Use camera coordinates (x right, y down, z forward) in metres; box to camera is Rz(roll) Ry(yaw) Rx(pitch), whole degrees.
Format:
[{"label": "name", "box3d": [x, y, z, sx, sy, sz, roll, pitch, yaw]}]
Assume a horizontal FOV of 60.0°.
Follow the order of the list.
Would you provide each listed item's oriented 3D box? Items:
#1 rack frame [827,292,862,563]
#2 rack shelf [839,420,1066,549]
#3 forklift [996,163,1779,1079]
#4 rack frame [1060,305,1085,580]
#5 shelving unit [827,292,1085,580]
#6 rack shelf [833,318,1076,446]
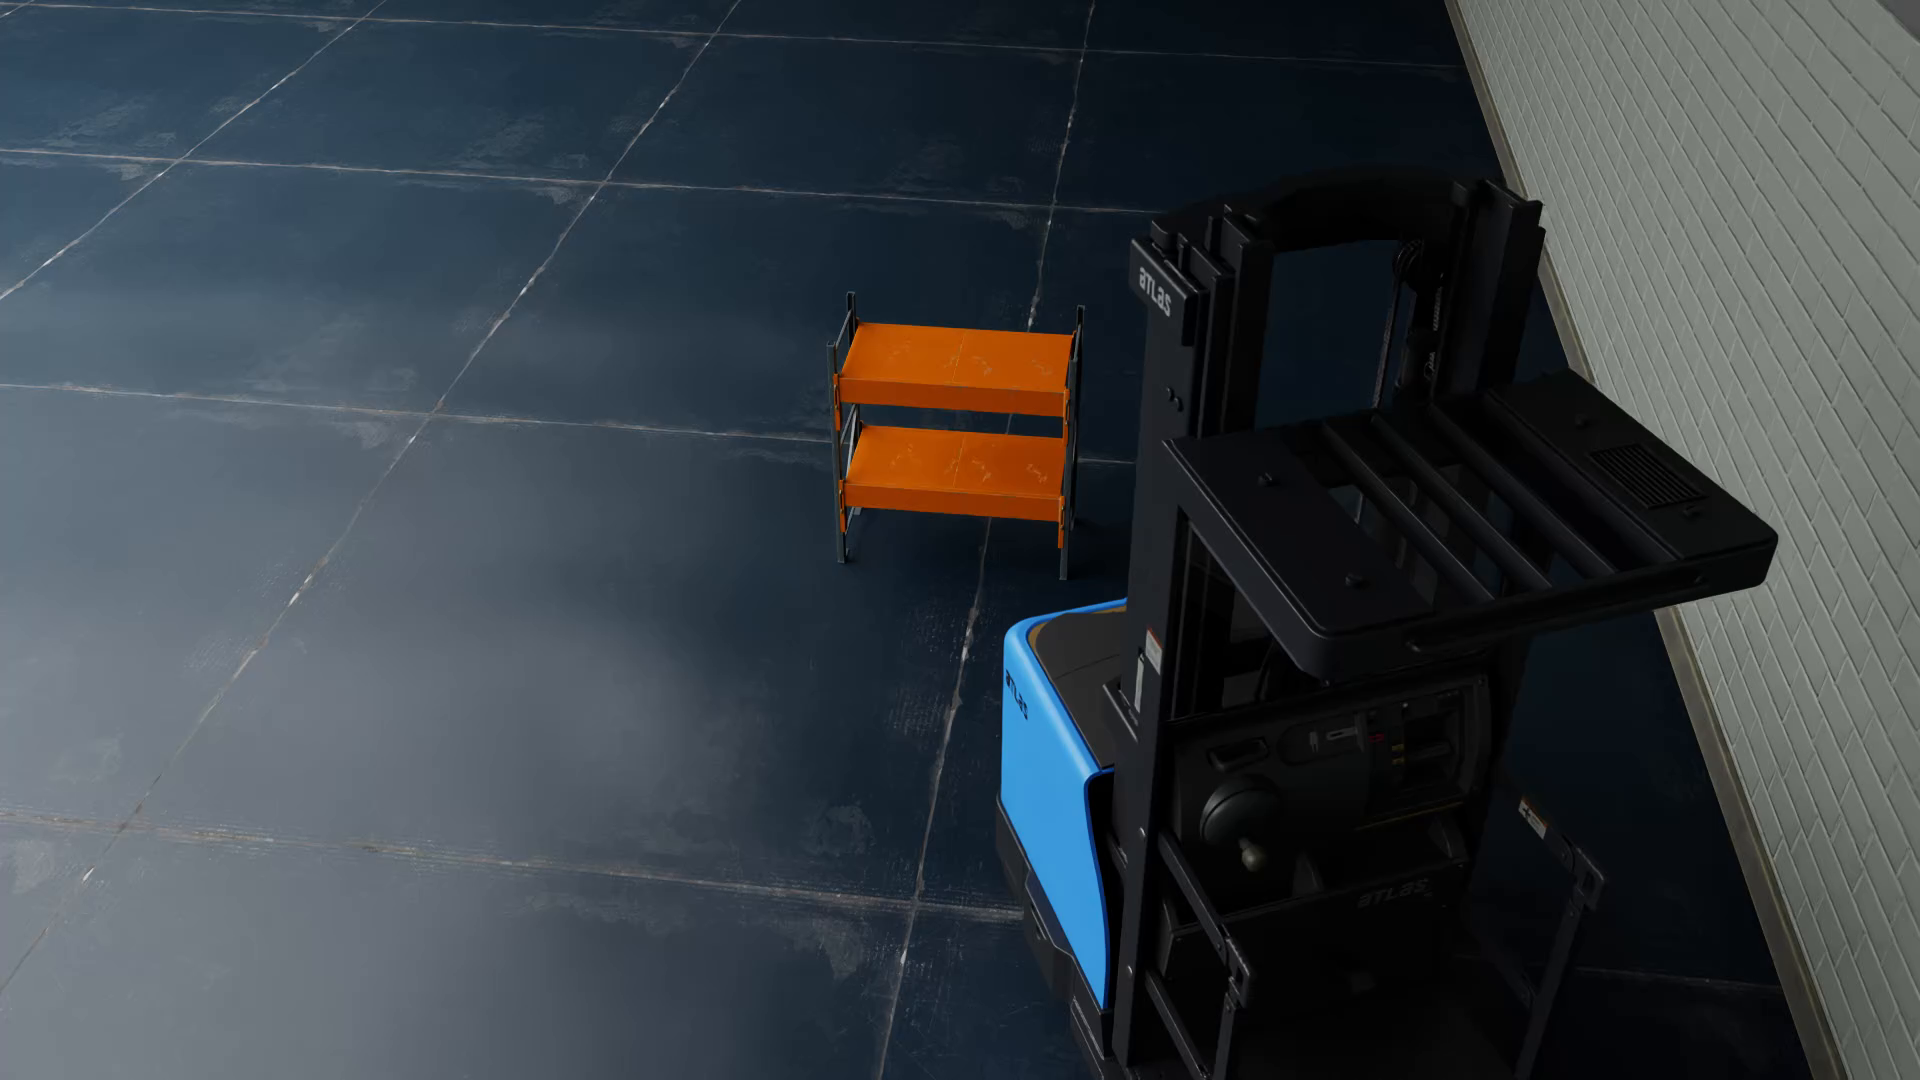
[{"label": "rack frame", "box3d": [-0.511, -0.496, 7.477, 0.032, 1.125, 0.500, 4, 36, 6]}, {"label": "rack shelf", "box3d": [-0.007, -0.259, 7.566, 1.000, 0.278, 0.538, 4, 36, 6]}, {"label": "forklift", "box3d": [1.069, 0.680, 4.274, 1.130, 2.935, 3.031, -11, 37, -15]}, {"label": "rack frame", "box3d": [0.498, -0.421, 7.371, 0.032, 1.125, 0.500, 4, 36, 6]}, {"label": "shelving unit", "box3d": [-0.007, -0.458, 7.424, 1.048, 1.125, 0.538, 4, 36, 6]}, {"label": "rack shelf", "box3d": [-0.007, -0.697, 7.254, 1.000, 0.278, 0.538, 4, 36, 6]}]
